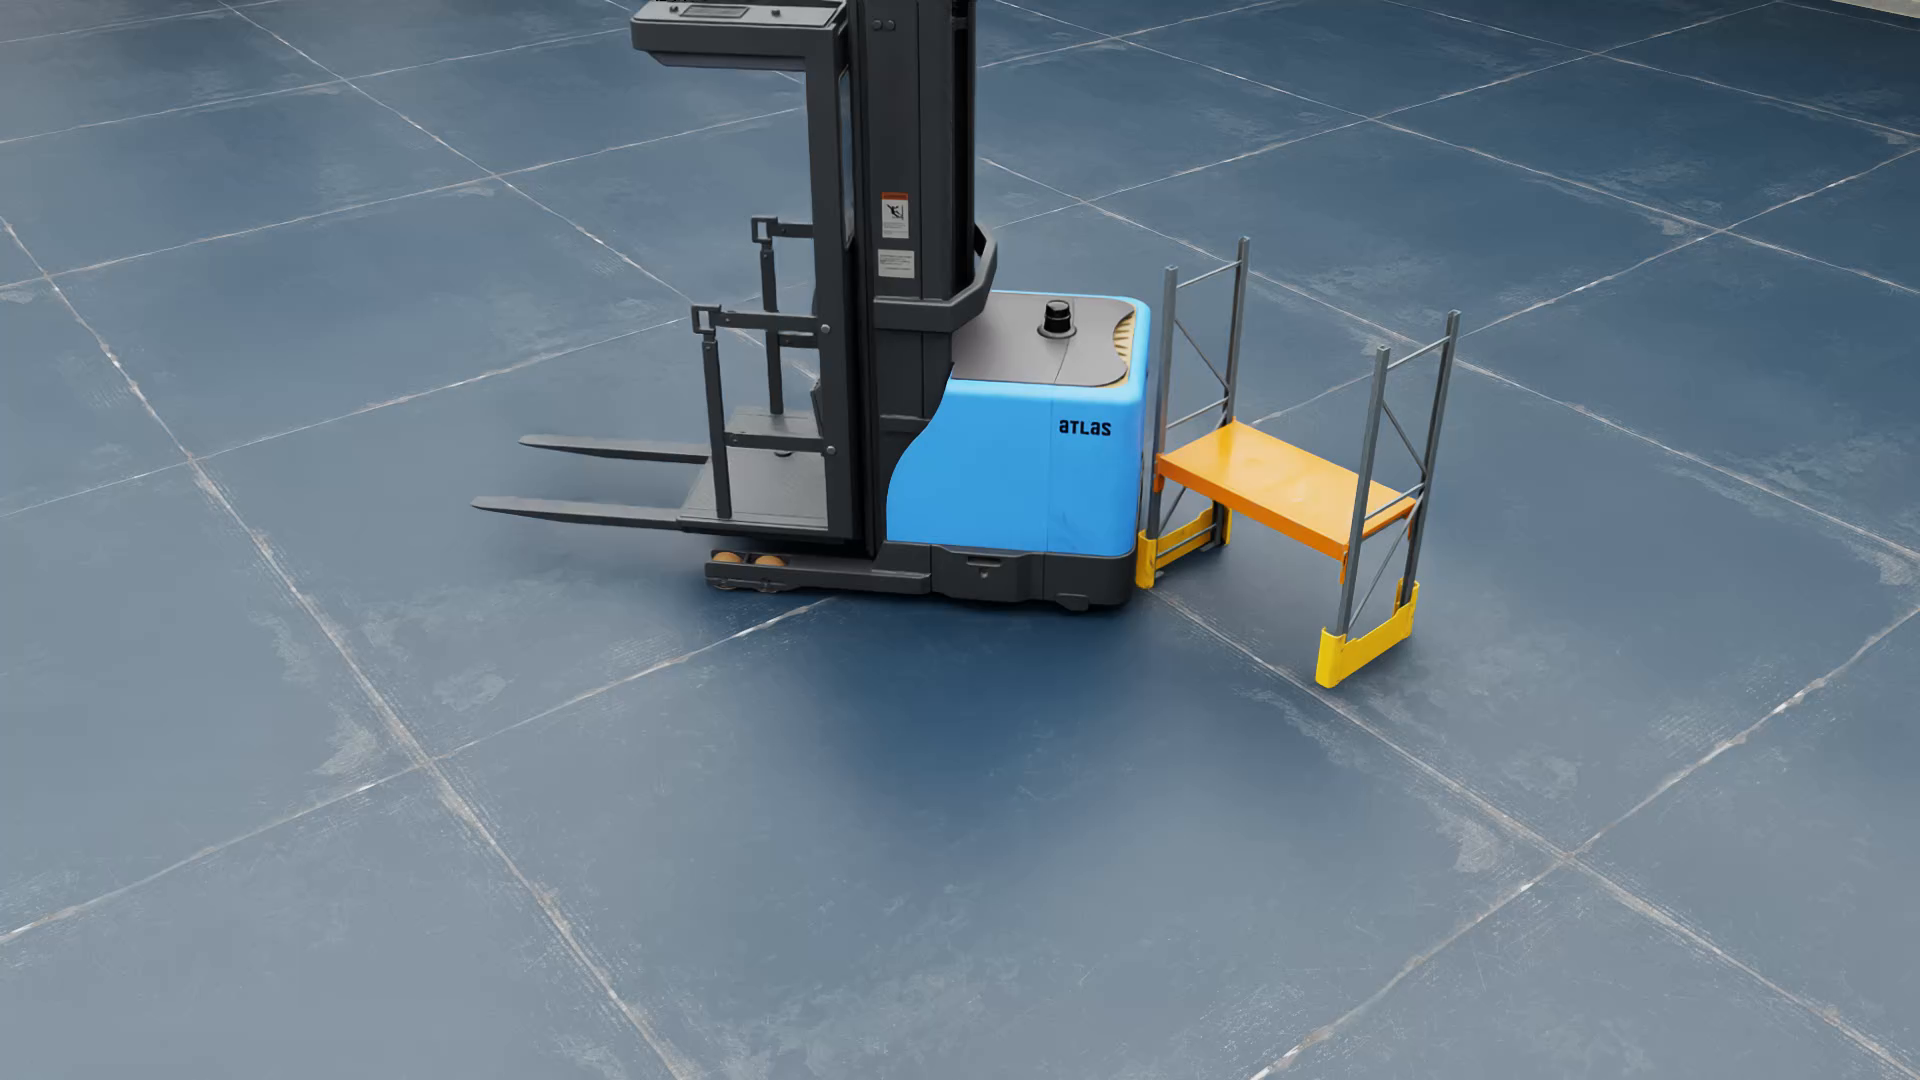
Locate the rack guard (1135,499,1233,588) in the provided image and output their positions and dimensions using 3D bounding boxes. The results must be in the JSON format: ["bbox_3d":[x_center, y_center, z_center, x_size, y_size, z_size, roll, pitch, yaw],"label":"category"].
[{"bbox_3d":[1.018,-0.007,7.524,0.587,0.250,0.087,-26,40,-35],"label":"rack guard"}]

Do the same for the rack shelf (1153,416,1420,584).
[{"bbox_3d":[1.361,-0.188,6.972,0.538,0.185,1.000,-26,40,-35],"label":"rack shelf"}]

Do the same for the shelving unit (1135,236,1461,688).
[{"bbox_3d":[1.355,-0.344,6.882,0.587,1.500,1.083,-26,40,-35],"label":"shelving unit"}]

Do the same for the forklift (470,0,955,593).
[{"bbox_3d":[-0.692,-1.282,7.036,3.031,2.935,1.121,4,32,7],"label":"forklift"}]

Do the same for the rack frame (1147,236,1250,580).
[{"bbox_3d":[1.017,-0.538,7.195,0.500,1.500,0.032,-26,40,-35],"label":"rack frame"}]

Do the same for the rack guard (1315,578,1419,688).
[{"bbox_3d":[1.692,0.380,6.901,0.587,0.250,0.087,-26,40,-35],"label":"rack guard"}]

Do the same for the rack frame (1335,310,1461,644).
[{"bbox_3d":[1.705,-0.143,6.559,0.500,1.500,0.032,-26,40,-35],"label":"rack frame"}]
